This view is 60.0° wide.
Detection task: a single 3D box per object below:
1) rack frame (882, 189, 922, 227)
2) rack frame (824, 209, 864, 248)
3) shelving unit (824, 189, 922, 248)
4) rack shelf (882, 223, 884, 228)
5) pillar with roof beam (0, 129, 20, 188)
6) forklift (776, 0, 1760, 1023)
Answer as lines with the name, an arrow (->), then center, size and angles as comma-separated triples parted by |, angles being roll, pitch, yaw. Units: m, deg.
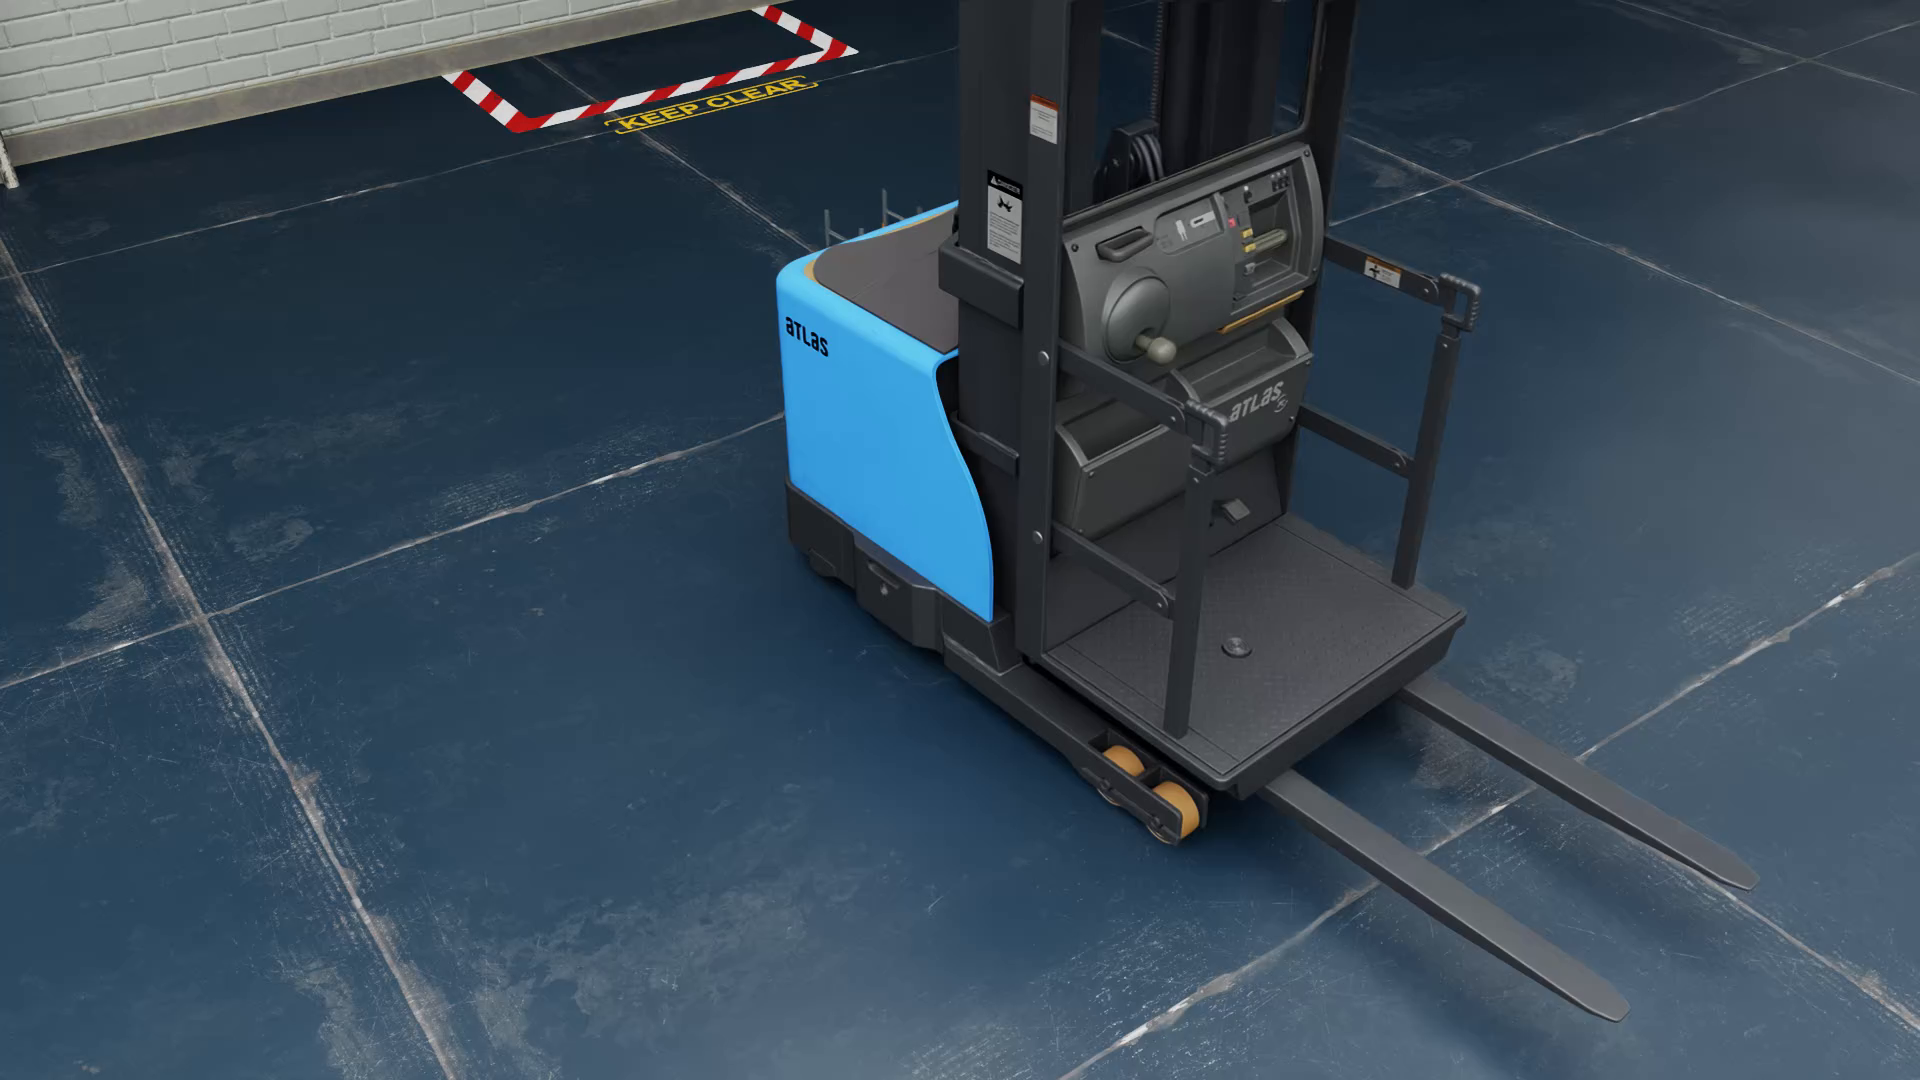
rack frame -> -0.193, -0.709, 5.836 | 0.008, 1.050, 0.200 | -27, 44, -32
rack frame -> -0.377, -0.615, 5.706 | 0.008, 1.050, 0.200 | -27, 44, -32
shelving unit -> -0.285, -0.662, 5.771 | 0.252, 1.050, 0.215 | -27, 44, -32
rack shelf -> -0.285, -0.884, 5.612 | 0.240, 0.259, 0.215 | -27, 44, -32
pillar with roof beam -> -2.387, -3.344, 2.692 | 0.400, 9.000, 9.100 | -22, 41, -28
forklift -> 0.768, -0.692, 4.202 | 1.130, 2.935, 3.031 | -27, 44, -32
